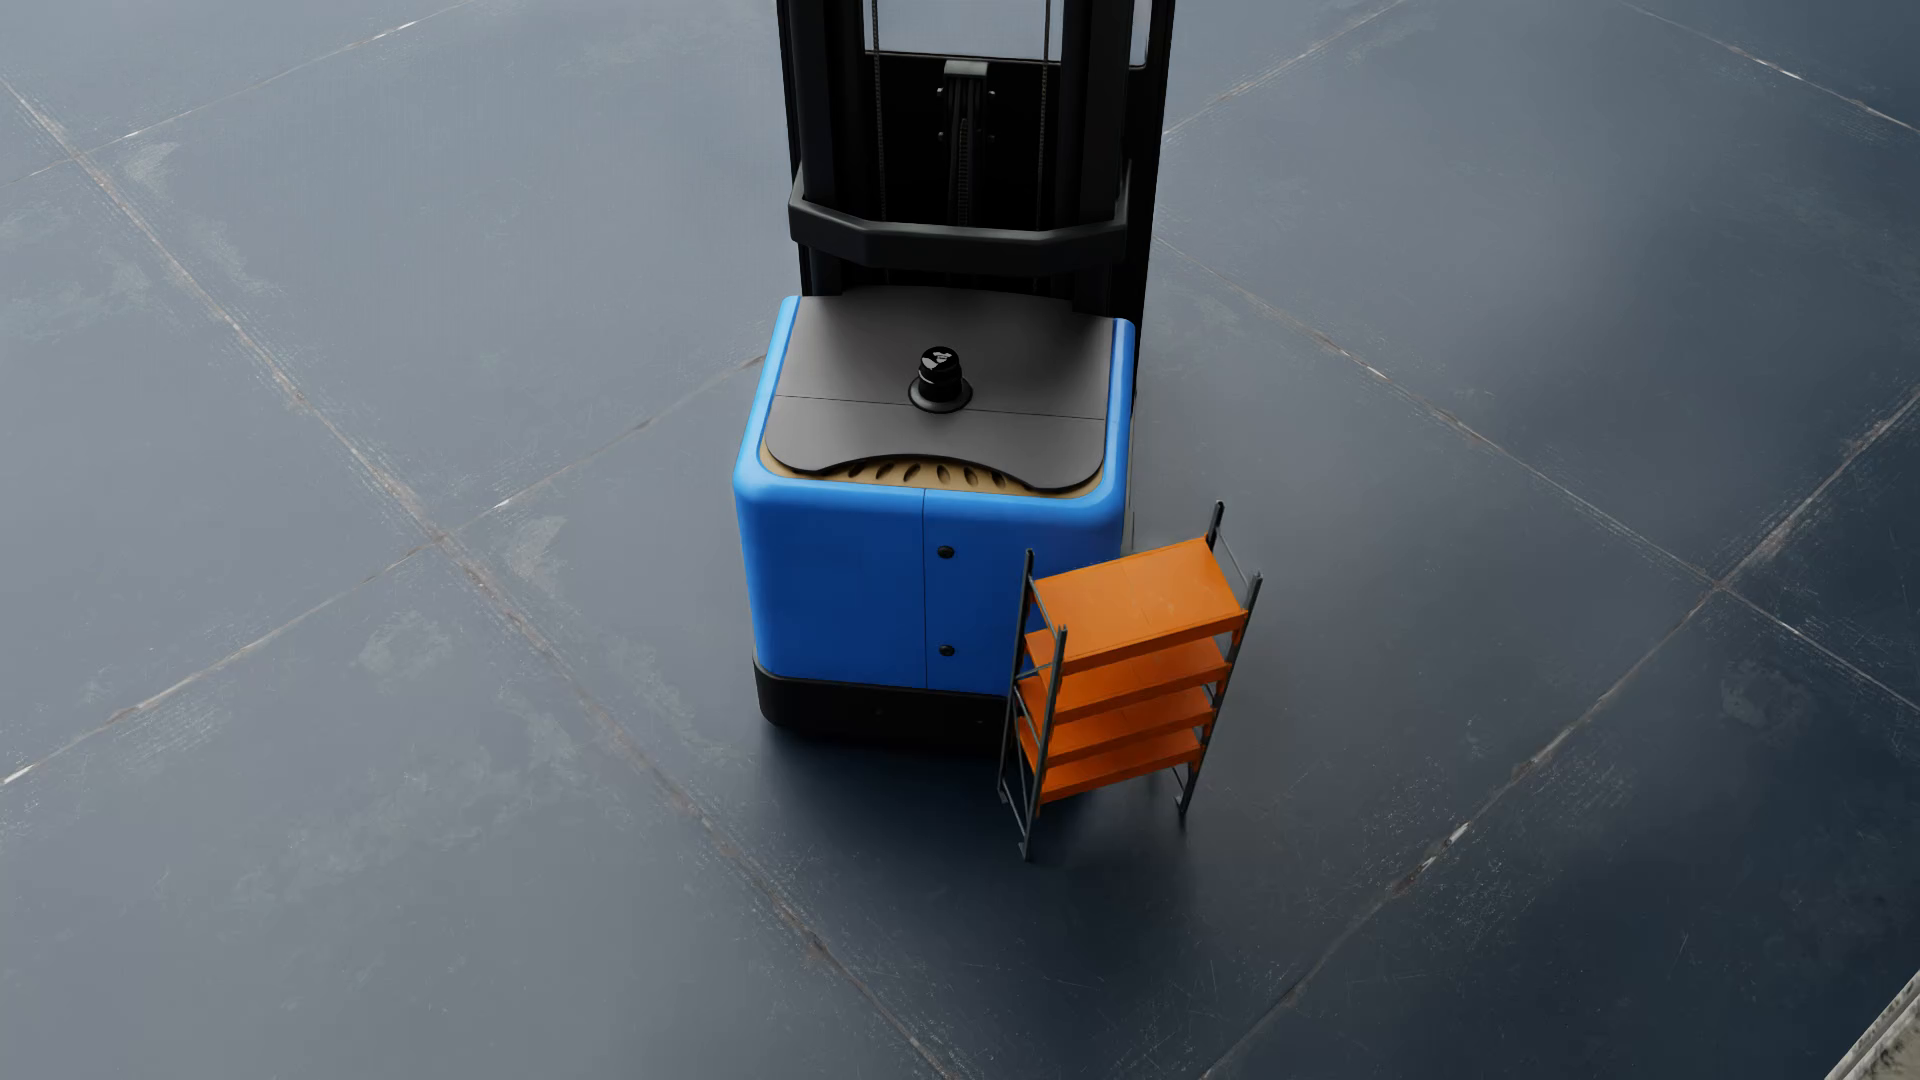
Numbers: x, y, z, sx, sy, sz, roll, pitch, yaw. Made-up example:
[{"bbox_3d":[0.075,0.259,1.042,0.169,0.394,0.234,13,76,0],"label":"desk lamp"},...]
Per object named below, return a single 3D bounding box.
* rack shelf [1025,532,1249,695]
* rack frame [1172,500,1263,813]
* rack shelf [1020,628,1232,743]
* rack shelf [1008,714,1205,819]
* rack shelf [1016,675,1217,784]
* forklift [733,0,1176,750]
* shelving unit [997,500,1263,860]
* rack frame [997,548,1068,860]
[{"bbox_3d":[0.422,0.176,4.051,0.480,0.148,0.258,-14,56,-13],"label":"rack shelf"},{"bbox_3d":[0.638,0.349,4.422,0.015,1.200,0.240,-14,56,-13],"label":"rack frame"},{"bbox_3d":[0.413,0.315,4.243,0.480,0.148,0.258,-14,56,-13],"label":"rack shelf"},{"bbox_3d":[0.397,0.563,4.584,0.480,0.148,0.258,-14,56,-13],"label":"rack shelf"},{"bbox_3d":[0.405,0.446,4.424,0.480,0.148,0.258,-14,56,-13],"label":"rack shelf"},{"bbox_3d":[0.068,-1.453,4.926,1.130,2.935,3.031,5,47,4],"label":"forklift"},{"bbox_3d":[0.407,0.407,4.369,0.503,1.200,0.258,-14,56,-13],"label":"shelving unit"},{"bbox_3d":[0.176,0.465,4.316,0.015,1.200,0.240,-14,56,-13],"label":"rack frame"}]
